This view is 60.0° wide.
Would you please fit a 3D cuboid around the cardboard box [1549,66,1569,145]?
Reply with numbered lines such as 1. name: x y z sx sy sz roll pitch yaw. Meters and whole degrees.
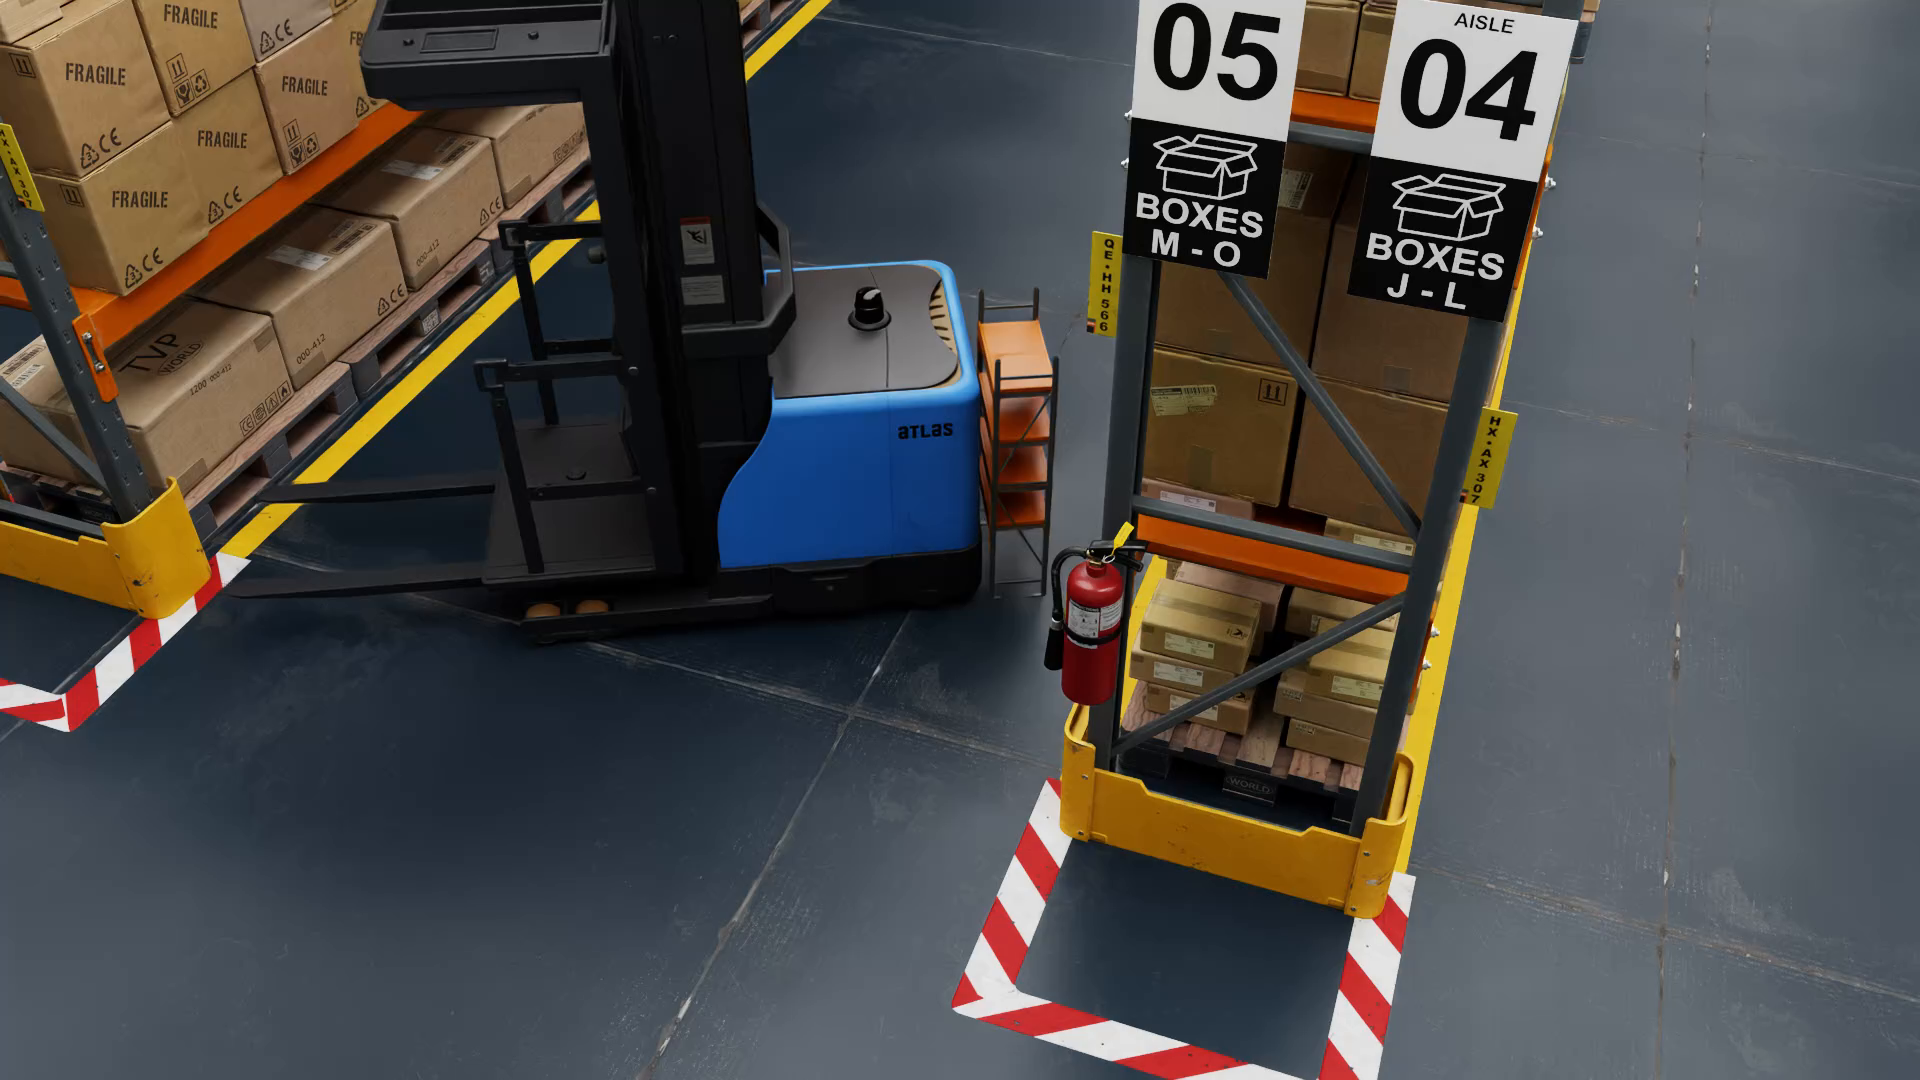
1. cardboard box: 1.692 -1.380 5.480 0.500 0.500 0.500 12 42 14

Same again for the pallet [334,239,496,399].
1. pallet: -3.143 -1.235 8.535 1.003 0.211 1.213 13 42 15

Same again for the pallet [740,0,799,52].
1. pallet: -1.786 -3.662 11.379 1.003 0.211 1.213 13 42 15

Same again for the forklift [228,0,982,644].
1. forklift: -1.465 -1.059 6.233 3.031 2.935 1.130 -5 41 -5

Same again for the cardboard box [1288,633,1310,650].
1. cardboard box: 1.416 0.487 6.242 0.380 0.149 0.250 13 42 15

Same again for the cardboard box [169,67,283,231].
1. cardboard box: -3.181 -1.631 6.773 0.500 0.500 0.500 13 42 14

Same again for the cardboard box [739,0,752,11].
1. cardboard box: -1.956 -3.789 10.693 0.875 0.875 0.875 14 43 16

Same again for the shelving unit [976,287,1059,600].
1. shelving unit: 0.217 -0.376 6.764 0.258 1.200 0.503 -4 41 -5

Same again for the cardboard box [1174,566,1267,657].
1. cardboard box: 0.976 0.267 6.270 0.380 0.149 0.250 12 42 14

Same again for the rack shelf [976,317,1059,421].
1. rack shelf: 0.220 -0.675 6.509 0.258 0.148 0.480 -4 41 -5

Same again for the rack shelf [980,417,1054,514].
1. rack shelf: 0.216 -0.324 6.807 0.258 0.148 0.480 -4 41 -5

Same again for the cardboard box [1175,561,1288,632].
1. cardboard box: 1.007 0.167 6.158 0.380 0.149 0.250 14 42 16

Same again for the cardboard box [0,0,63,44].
1. cardboard box: -3.381 -1.869 5.783 0.380 0.149 0.250 14 42 16

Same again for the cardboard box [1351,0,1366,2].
1. cardboard box: 0.842 -1.624 4.261 0.500 0.250 0.500 12 42 14

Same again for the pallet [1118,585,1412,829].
1. pallet: 1.261 0.515 6.484 1.003 0.211 1.213 13 42 15

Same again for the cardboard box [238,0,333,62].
1. cardboard box: -2.992 -2.329 6.822 0.500 0.500 0.500 13 42 15

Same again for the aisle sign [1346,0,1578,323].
1. aisle sign: 1.181 -0.890 3.979 0.394 0.787 0.004 13 42 15

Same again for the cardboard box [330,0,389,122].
1. cardboard box: -2.835 -2.246 7.495 0.500 0.500 0.500 15 43 17

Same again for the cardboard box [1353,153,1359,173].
1. cardboard box: 1.020 -1.187 5.253 0.500 0.500 0.500 12 42 14

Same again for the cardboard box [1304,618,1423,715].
1. cardboard box: 1.422 0.442 5.835 0.380 0.149 0.250 11 42 13

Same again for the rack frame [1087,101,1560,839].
1. rack frame: 0.924 -0.012 4.953 1.000 3.000 0.127 13 42 15

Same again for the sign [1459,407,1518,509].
1. sign: 1.434 -0.221 4.531 0.100 0.325 0.005 13 42 15

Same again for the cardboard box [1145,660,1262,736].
1. cardboard box: 0.908 0.546 6.172 0.380 0.149 0.250 14 42 16

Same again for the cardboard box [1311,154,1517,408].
1. cardboard box: 1.327 -0.758 4.751 0.500 0.500 0.500 13 42 15

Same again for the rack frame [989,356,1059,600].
1. rack frame: 0.245 -0.218 6.579 0.240 1.200 0.015 -4 41 -5

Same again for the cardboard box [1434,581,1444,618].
1. cardboard box: 1.610 0.122 6.210 0.380 0.149 0.250 13 42 15

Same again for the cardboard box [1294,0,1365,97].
1. cardboard box: 0.831 -1.432 4.422 0.500 0.250 0.500 12 42 14

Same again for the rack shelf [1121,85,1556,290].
1. rack shelf: 1.608 -2.099 5.643 1.077 0.370 4.000 13 42 15

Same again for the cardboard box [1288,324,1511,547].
1. cardboard box: 1.337 -0.376 5.073 0.500 0.500 0.500 15 43 17

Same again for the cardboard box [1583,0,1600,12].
1. cardboard box: 2.859 -2.654 7.920 0.380 0.149 0.250 11 42 13

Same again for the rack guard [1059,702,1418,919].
1. rack guard: 0.950 0.893 5.819 1.175 0.500 0.348 13 42 15

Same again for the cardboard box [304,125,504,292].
1. cardboard box: -3.016 -1.768 8.662 0.875 0.438 0.875 12 42 14

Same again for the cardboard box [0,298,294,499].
1. cardboard box: -3.631 -0.659 7.362 0.875 0.438 0.875 12 42 14

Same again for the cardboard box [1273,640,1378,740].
1. cardboard box: 1.344 0.537 5.953 0.380 0.149 0.250 15 43 17

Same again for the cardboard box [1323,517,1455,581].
1. cardboard box: 1.343 -0.041 5.181 0.380 0.149 0.250 13 42 15

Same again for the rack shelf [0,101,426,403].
1. rack shelf: -3.078 -1.995 7.832 1.077 0.370 4.000 13 42 15

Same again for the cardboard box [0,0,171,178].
1. cardboard box: -3.330 -1.697 6.080 0.500 0.500 0.500 12 42 14
